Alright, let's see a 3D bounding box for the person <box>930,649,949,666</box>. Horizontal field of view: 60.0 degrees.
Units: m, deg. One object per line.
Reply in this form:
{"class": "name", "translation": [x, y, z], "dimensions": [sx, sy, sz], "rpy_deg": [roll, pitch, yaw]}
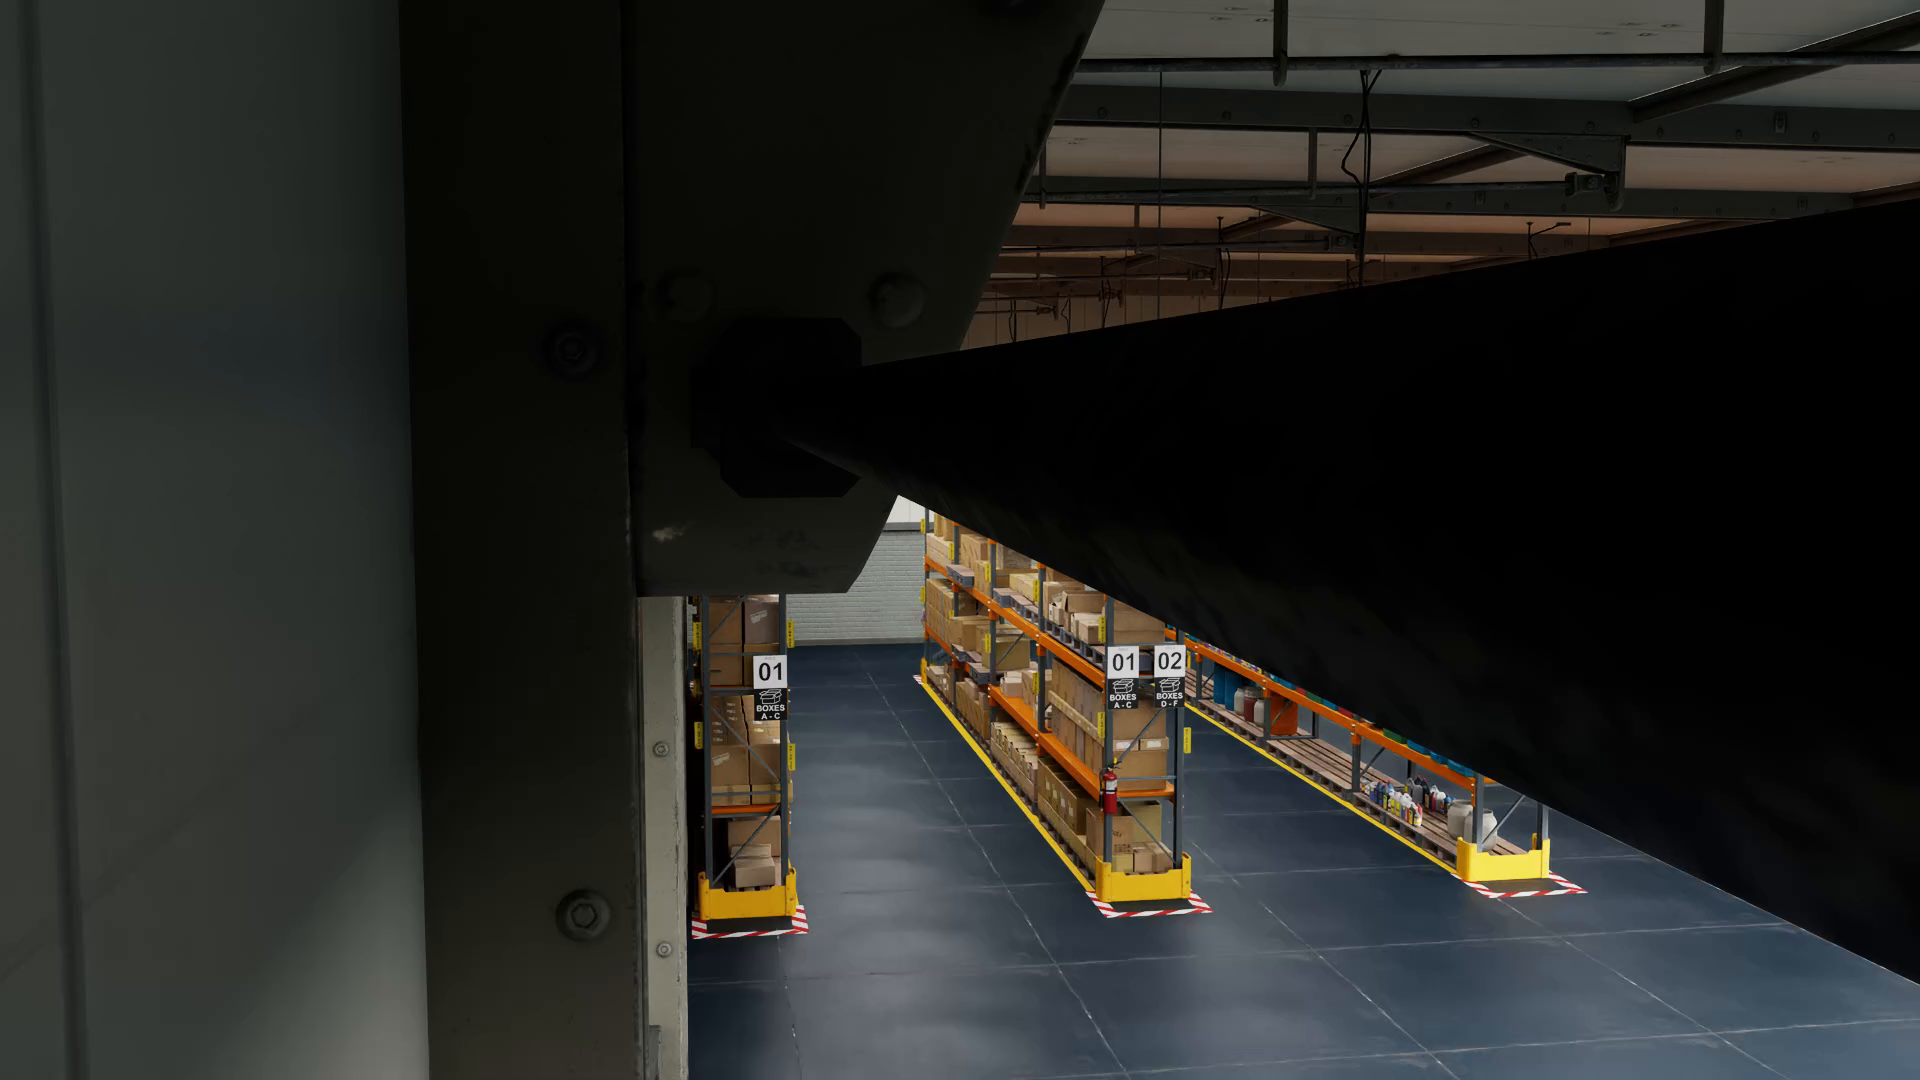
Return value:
{"class": "person", "translation": [-0.191, 2.118, 37.778], "dimensions": [0.998, 1.754, 0.718], "rpy_deg": [0, 5, -1]}
